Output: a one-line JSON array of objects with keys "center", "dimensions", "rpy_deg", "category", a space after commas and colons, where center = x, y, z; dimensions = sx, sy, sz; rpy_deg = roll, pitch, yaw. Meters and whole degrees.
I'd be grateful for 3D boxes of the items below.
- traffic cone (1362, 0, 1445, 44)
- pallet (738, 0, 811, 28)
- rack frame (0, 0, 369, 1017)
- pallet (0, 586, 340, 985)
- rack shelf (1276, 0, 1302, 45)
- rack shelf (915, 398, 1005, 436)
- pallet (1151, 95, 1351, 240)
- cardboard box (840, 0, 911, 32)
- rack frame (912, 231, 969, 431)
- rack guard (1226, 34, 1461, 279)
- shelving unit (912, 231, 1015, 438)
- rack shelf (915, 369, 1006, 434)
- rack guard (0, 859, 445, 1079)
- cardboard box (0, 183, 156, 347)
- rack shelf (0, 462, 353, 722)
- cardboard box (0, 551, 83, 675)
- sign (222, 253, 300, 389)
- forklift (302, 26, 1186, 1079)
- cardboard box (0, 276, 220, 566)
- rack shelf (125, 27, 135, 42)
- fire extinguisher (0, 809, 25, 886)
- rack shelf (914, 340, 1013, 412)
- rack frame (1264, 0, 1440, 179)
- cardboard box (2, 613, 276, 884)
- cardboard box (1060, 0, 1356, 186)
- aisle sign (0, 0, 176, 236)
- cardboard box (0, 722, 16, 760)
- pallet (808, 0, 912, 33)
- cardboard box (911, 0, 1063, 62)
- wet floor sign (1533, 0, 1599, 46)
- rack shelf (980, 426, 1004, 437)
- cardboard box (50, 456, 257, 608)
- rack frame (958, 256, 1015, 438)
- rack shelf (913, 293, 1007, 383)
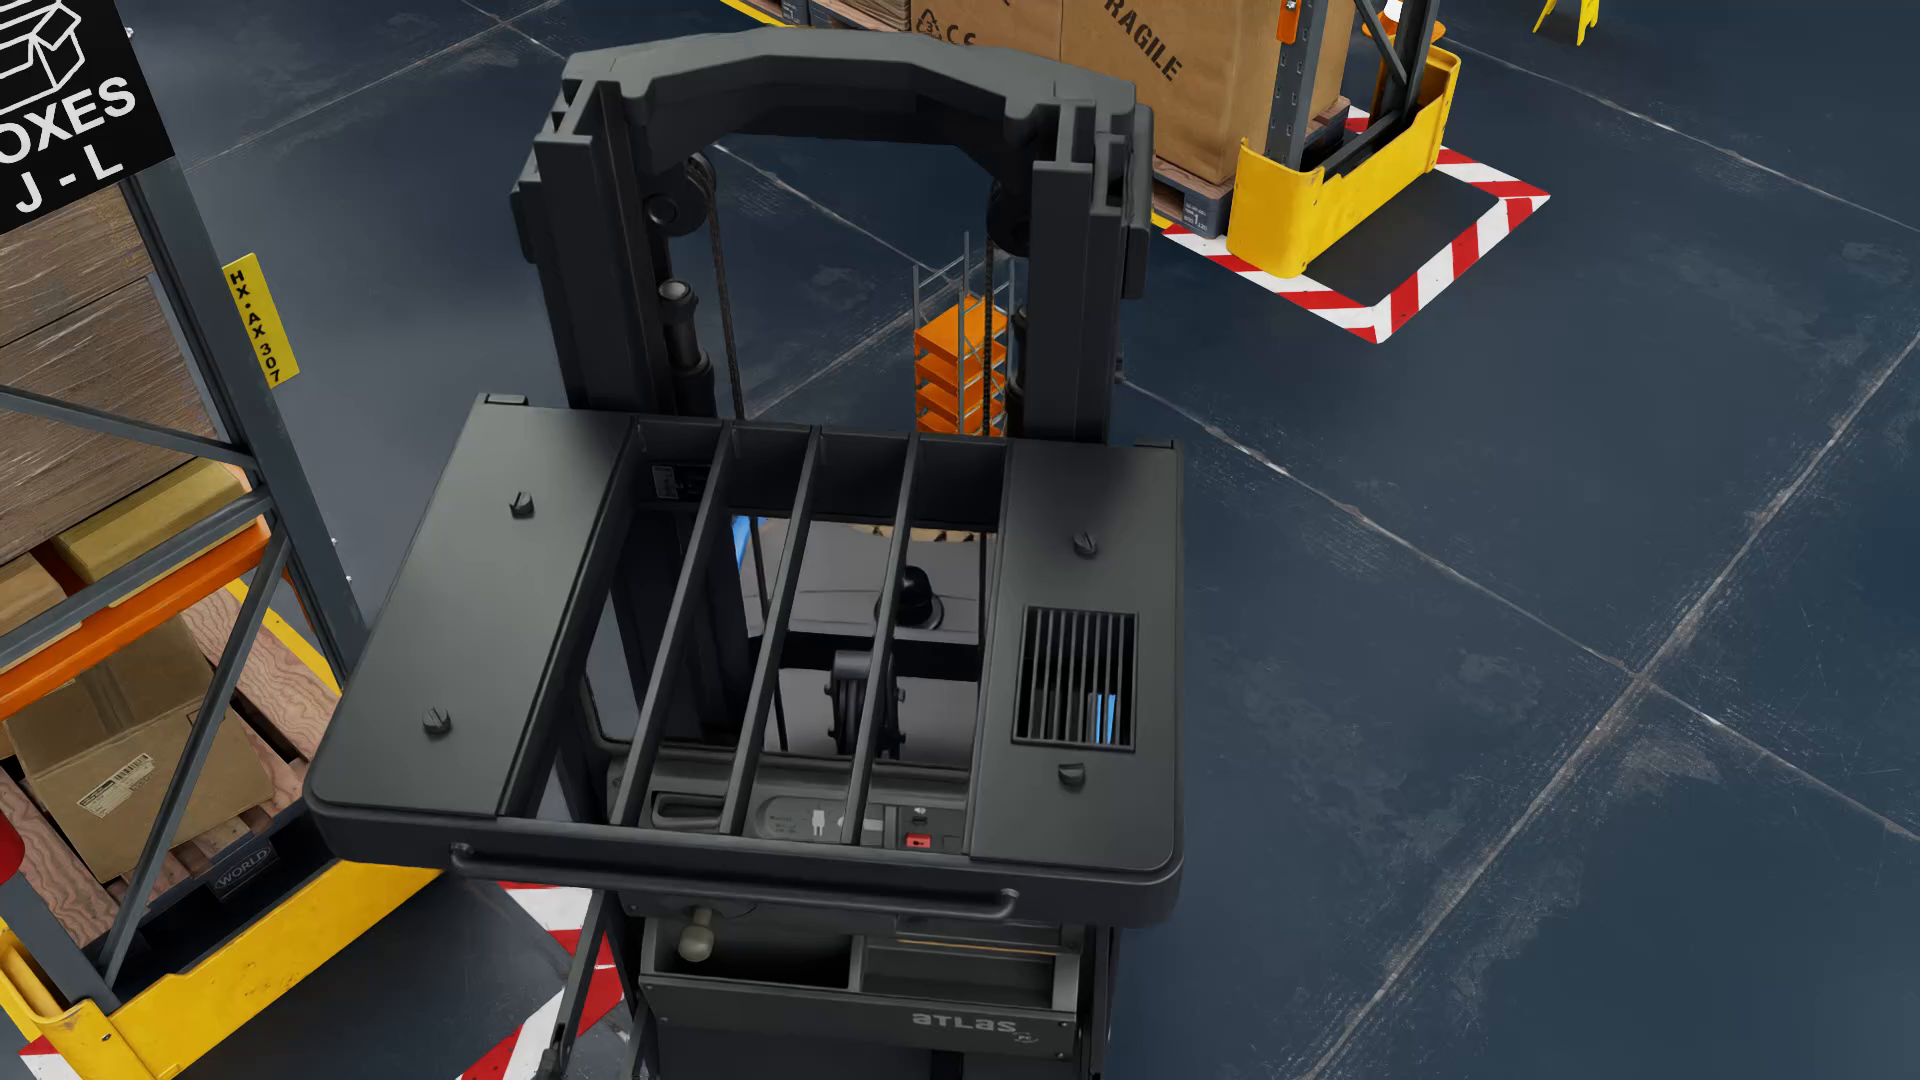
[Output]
[{"center": [2.152, -2.631, 7.903], "dimensions": [0.334, 0.463, 0.336], "rpy_deg": [34, 55, 28], "category": "traffic cone"}, {"center": [-0.855, -3.081, 8.498], "dimensions": [1.213, 0.211, 1.003], "rpy_deg": [34, 55, 28], "category": "pallet"}, {"center": [-1.859, 0.131, 3.569], "dimensions": [0.127, 3.000, 1.000], "rpy_deg": [34, 55, 28], "category": "rack frame"}, {"center": [-2.488, 0.628, 5.016], "dimensions": [1.213, 0.211, 1.003], "rpy_deg": [34, 55, 28], "category": "pallet"}, {"center": [0.109, -3.219, 7.208], "dimensions": [4.000, 0.370, 1.077], "rpy_deg": [34, 55, 28], "category": "rack shelf"}, {"center": [0.011, -0.373, 5.338], "dimensions": [0.180, 0.103, 0.258], "rpy_deg": [34, 55, 28], "category": "rack shelf"}, {"center": [0.938, -1.875, 7.366], "dimensions": [1.213, 0.211, 1.003], "rpy_deg": [34, 55, 28], "category": "pallet"}, {"center": [-0.281, -3.078, 7.752], "dimensions": [0.875, 0.875, 0.875], "rpy_deg": [34, 56, 28], "category": "cardboard box"}, {"center": [-0.057, -0.449, 5.348], "dimensions": [0.006, 1.200, 0.240], "rpy_deg": [34, 55, 28], "category": "rack frame"}, {"center": [1.596, -1.608, 6.917], "dimensions": [0.348, 0.500, 1.175], "rpy_deg": [34, 55, 28], "category": "rack guard"}, {"center": [0.011, -0.404, 5.306], "dimensions": [0.189, 1.200, 0.258], "rpy_deg": [34, 55, 28], "category": "shelving unit"}, {"center": [0.011, -0.455, 5.251], "dimensions": [0.180, 0.103, 0.258], "rpy_deg": [34, 55, 28], "category": "rack shelf"}, {"center": [-1.915, 0.949, 4.516], "dimensions": [0.348, 0.500, 1.175], "rpy_deg": [34, 55, 28], "category": "rack guard"}, {"center": [-2.079, -0.765, 3.452], "dimensions": [0.500, 0.500, 0.500], "rpy_deg": [34, 55, 28], "category": "cardboard box"}, {"center": [-3.329, -0.611, 4.760], "dimensions": [4.000, 0.370, 1.077], "rpy_deg": [34, 55, 28], "category": "rack shelf"}, {"center": [-2.209, 0.187, 3.689], "dimensions": [0.250, 0.149, 0.380], "rpy_deg": [34, 55, 28], "category": "cardboard box"}, {"center": [-1.492, -0.456, 3.527], "dimensions": [0.005, 0.325, 0.100], "rpy_deg": [34, 55, 28], "category": "sign"}, {"center": [-0.232, 0.736, 3.048], "dimensions": [1.130, 2.935, 3.031], "rpy_deg": [4, 47, 4], "category": "forklift"}, {"center": [-2.245, -0.291, 3.693], "dimensions": [0.500, 0.500, 0.875], "rpy_deg": [34, 55, 28], "category": "cardboard box"}, {"center": [-3.329, -1.638, 3.666], "dimensions": [4.000, 0.370, 1.077], "rpy_deg": [34, 55, 28], "category": "rack shelf"}, {"center": [-2.088, 0.461, 3.312], "dimensions": [0.183, 0.674, 0.296], "rpy_deg": [34, 55, 28], "category": "fire extinguisher"}, {"center": [0.011, -0.537, 5.163], "dimensions": [0.180, 0.103, 0.258], "rpy_deg": [34, 55, 28], "category": "rack shelf"}, {"center": [1.579, -2.476, 6.017], "dimensions": [0.127, 3.000, 1.000], "rpy_deg": [34, 55, 28], "category": "rack frame"}, {"center": [-2.307, 0.525, 4.626], "dimensions": [0.500, 0.500, 0.500], "rpy_deg": [-28, 53, -24], "category": "cardboard box"}, {"center": [1.036, -2.192, 6.920], "dimensions": [0.875, 0.875, 0.875], "rpy_deg": [34, 56, 28], "category": "cardboard box"}, {"center": [-1.610, -0.889, 2.744], "dimensions": [0.004, 0.787, 0.394], "rpy_deg": [34, 55, 28], "category": "aisle sign"}, {"center": [-2.770, 0.248, 4.886], "dimensions": [0.500, 0.500, 0.500], "rpy_deg": [-25, 52, -21], "category": "cardboard box"}, {"center": [0.046, -2.478, 7.932], "dimensions": [1.213, 0.211, 1.003], "rpy_deg": [34, 55, 28], "category": "pallet"}, {"center": [0.388, -2.626, 7.328], "dimensions": [0.875, 0.875, 0.875], "rpy_deg": [33, 55, 27], "category": "cardboard box"}, {"center": [2.943, -2.716, 7.858], "dimensions": [0.232, 0.644, 0.267], "rpy_deg": [25, 52, 22], "category": "wet floor sign"}, {"center": [0.011, -0.291, 5.426], "dimensions": [0.180, 0.103, 0.258], "rpy_deg": [34, 55, 28], "category": "rack shelf"}, {"center": [-1.907, -0.051, 3.913], "dimensions": [0.250, 0.149, 0.380], "rpy_deg": [34, 55, 28], "category": "cardboard box"}, {"center": [0.078, -0.358, 5.263], "dimensions": [0.006, 1.200, 0.240], "rpy_deg": [34, 55, 28], "category": "rack frame"}, {"center": [0.011, -0.620, 5.076], "dimensions": [0.180, 0.103, 0.258], "rpy_deg": [34, 55, 28], "category": "rack shelf"}]
